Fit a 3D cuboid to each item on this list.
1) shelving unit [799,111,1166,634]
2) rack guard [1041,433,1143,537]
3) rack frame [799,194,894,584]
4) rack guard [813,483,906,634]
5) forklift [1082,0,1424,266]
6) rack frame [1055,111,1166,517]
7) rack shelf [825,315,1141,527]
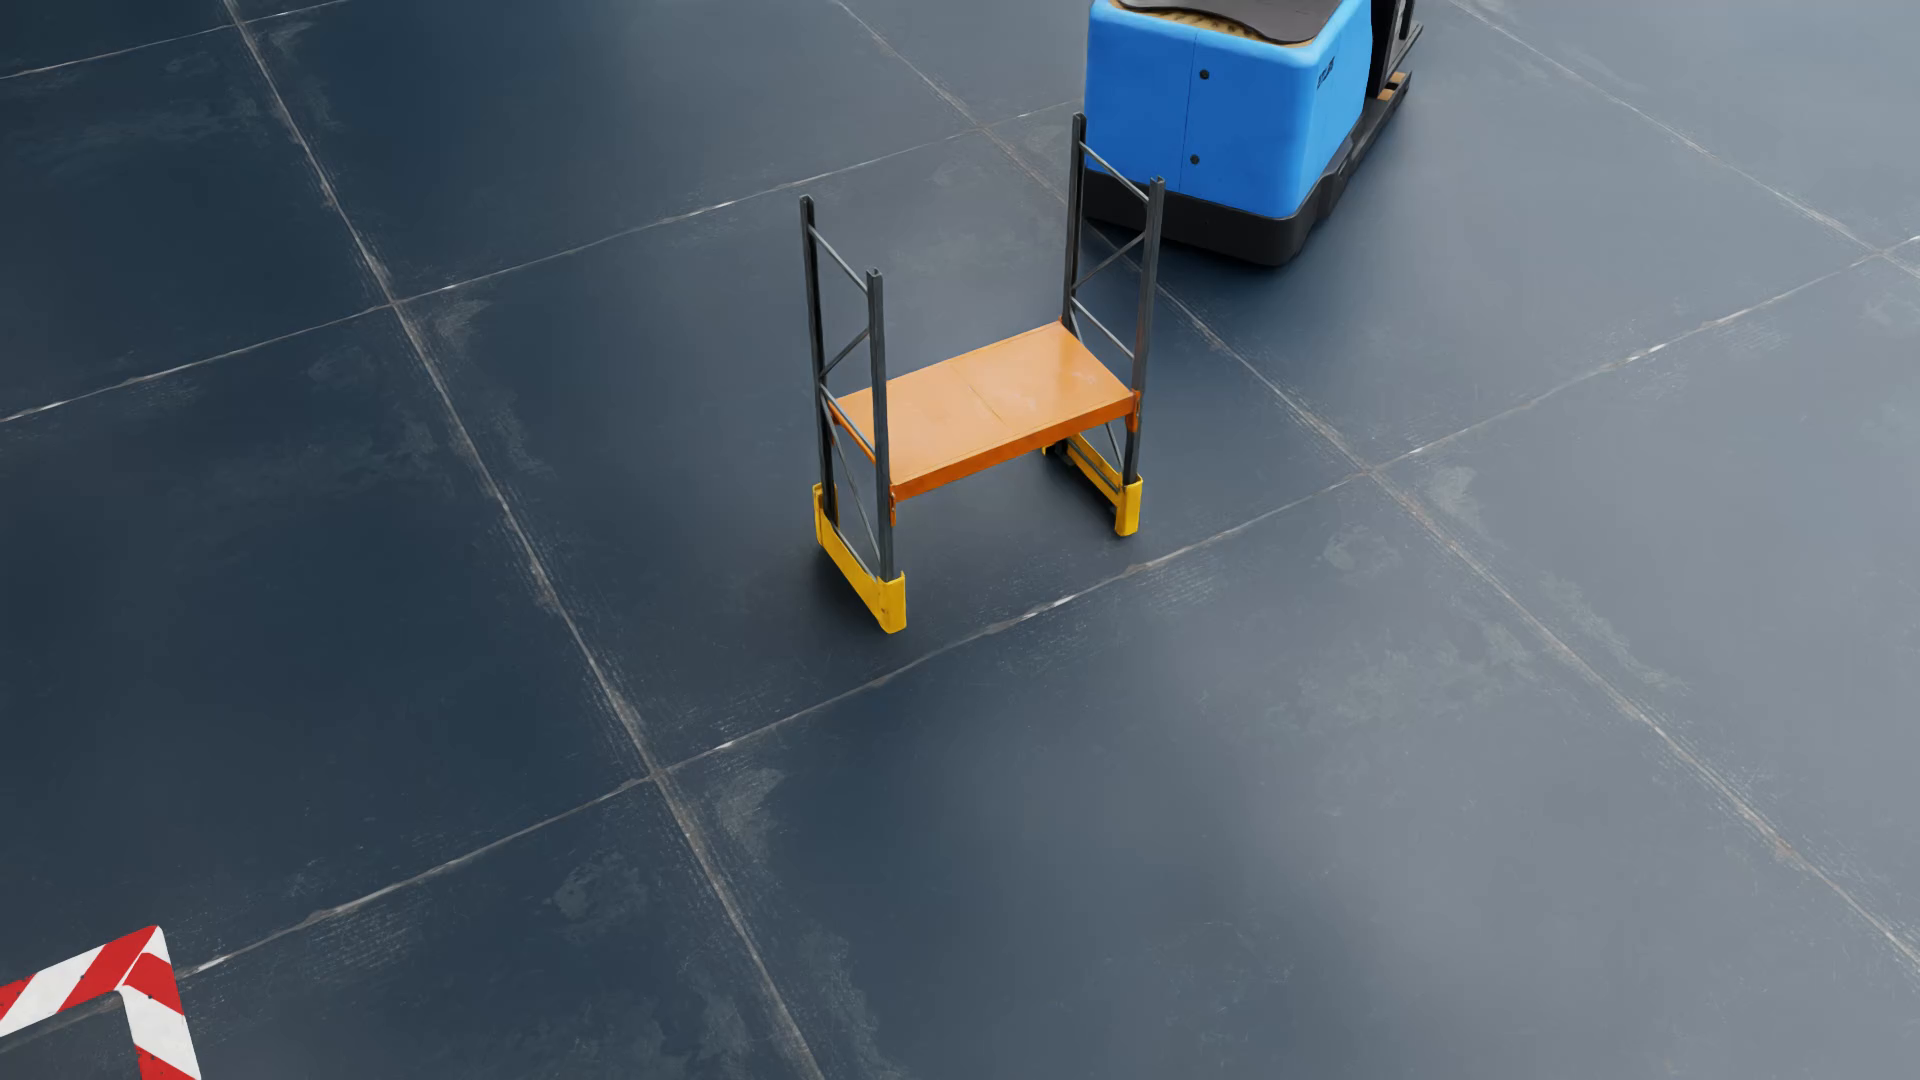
[{"bbox_3d":[0.066,-0.565,5.755,1.083,1.500,0.587,-22,48,-21],"label":"shelving unit"},{"bbox_3d":[0.498,-0.289,6.368,0.087,0.250,0.587,-22,48,-21],"label":"rack guard"},{"bbox_3d":[-0.367,-0.391,5.576,0.032,1.500,0.500,-22,48,-21],"label":"rack frame"},{"bbox_3d":[-0.366,0.057,6.012,0.087,0.250,0.587,-22,48,-21],"label":"rack guard"},{"bbox_3d":[1.659,-3.301,7.546,1.130,2.935,3.031,20,47,19],"label":"forklift"},{"bbox_3d":[0.515,-0.744,5.940,0.032,1.500,0.500,-22,48,-21],"label":"rack frame"},{"bbox_3d":[0.074,-0.439,5.883,1.000,0.185,0.538,-22,48,-21],"label":"rack shelf"}]
